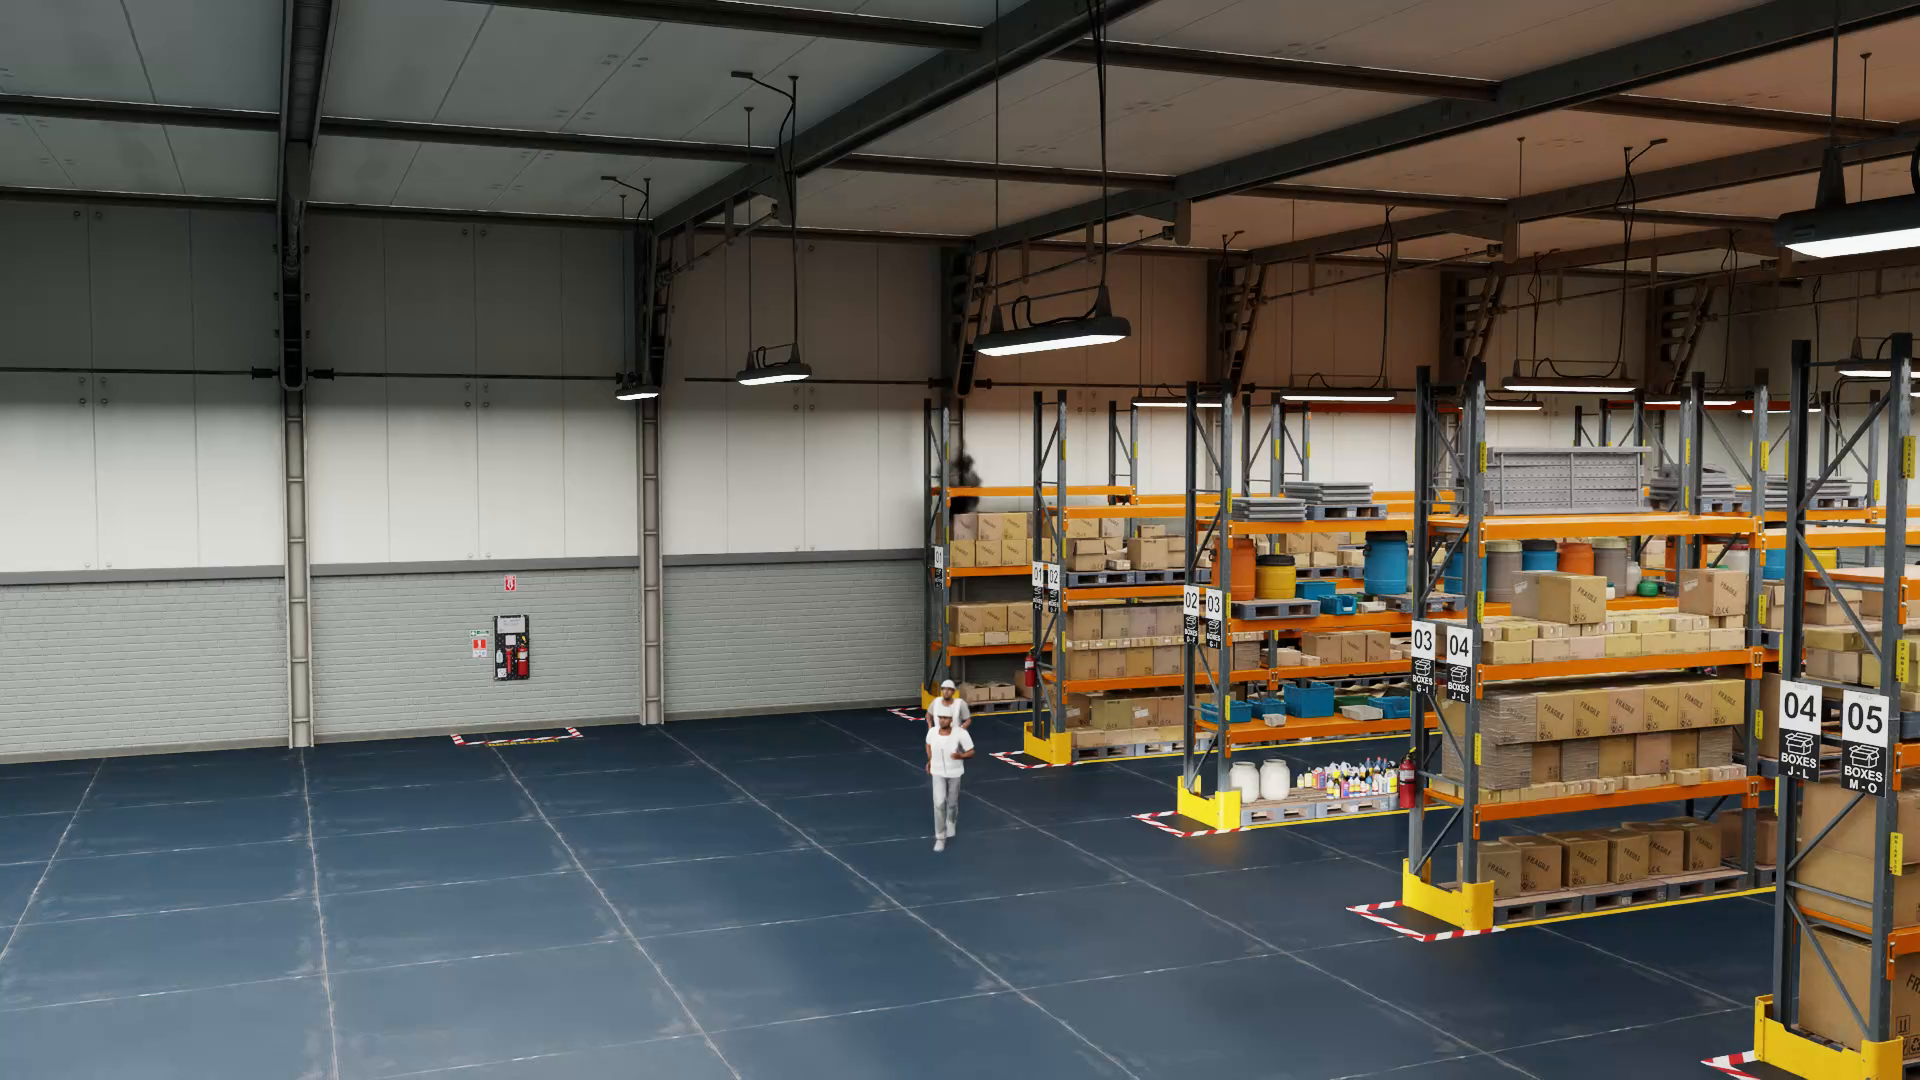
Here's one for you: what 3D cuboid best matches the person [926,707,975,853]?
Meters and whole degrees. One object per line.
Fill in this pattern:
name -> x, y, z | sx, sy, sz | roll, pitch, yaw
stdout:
person -> -0.140, 3.024, 21.298 | 0.674, 1.800, 0.895 | 0, 3, 8

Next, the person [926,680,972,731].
person -> -0.174, 2.884, 23.785 | 0.678, 1.772, 0.671 | 0, 3, 6
